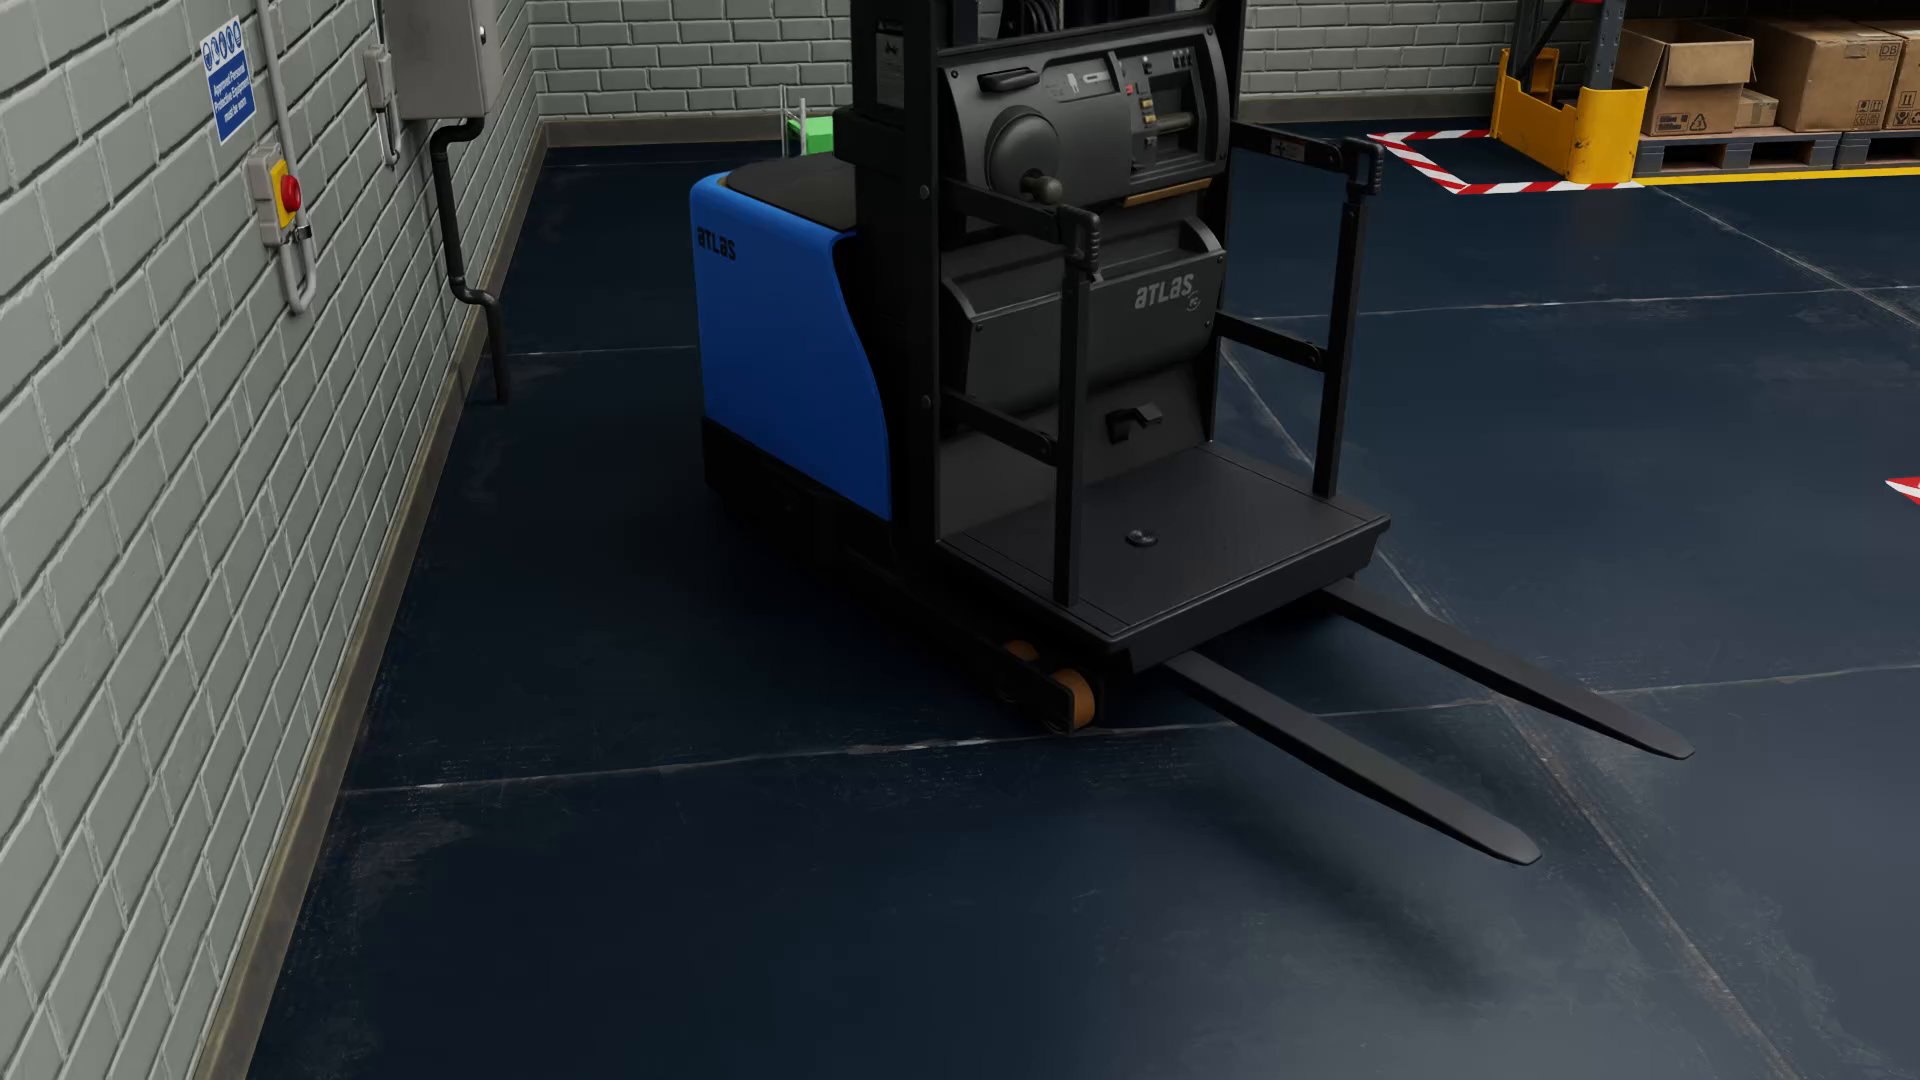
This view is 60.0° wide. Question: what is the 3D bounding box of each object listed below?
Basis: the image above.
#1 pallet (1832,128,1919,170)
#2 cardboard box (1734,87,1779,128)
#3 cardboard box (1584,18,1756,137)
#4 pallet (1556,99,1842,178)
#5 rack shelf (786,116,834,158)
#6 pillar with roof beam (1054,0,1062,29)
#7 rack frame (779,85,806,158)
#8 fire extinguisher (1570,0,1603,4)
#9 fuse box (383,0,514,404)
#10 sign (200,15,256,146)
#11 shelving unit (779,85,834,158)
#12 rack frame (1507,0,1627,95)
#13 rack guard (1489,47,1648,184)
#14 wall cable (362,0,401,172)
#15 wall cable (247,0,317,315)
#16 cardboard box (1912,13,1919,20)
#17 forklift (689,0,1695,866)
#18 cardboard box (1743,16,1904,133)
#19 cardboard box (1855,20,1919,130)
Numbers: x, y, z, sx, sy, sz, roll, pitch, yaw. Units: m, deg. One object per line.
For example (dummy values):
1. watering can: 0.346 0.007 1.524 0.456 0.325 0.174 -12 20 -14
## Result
1. pallet: 5.414 -2.417 9.729 1.213 0.211 1.003 -4 27 -7
2. cardboard box: 4.389 -2.449 9.401 0.250 0.149 0.380 -5 28 -9
3. cardboard box: 3.963 -2.598 9.302 0.637 0.503 0.797 -5 28 -9
4. pallet: 4.209 -2.341 9.581 1.213 0.211 1.003 -4 27 -7
5. rack shelf: -0.333 -1.368 5.688 0.480 0.148 0.258 -11 29 -20
6. pillar with roof beam: 1.148 -4.485 4.133 0.400 9.000 9.100 -4 27 -7
7. rack frame: -0.558 -0.954 5.793 0.015 1.200 0.240 -11 29 -20
8. fire extinguisher: 3.263 -3.107 8.513 0.183 0.674 0.296 -4 27 -7
9. fuse box: -1.689 -1.298 5.906 0.414 1.711 0.539 -4 27 -7
10. sign: -1.595 -1.007 3.631 0.001 0.218 0.327 -4 27 -7
11. shelving unit: -0.333 -0.997 5.877 0.503 1.200 0.258 -11 29 -20
12. rack frame: 3.344 -3.526 8.835 0.127 3.000 1.000 -4 27 -7
13. rack guard: 3.419 -2.418 9.415 0.348 0.500 1.175 -4 27 -7
14. wall cable: -1.750 -2.005 4.759 0.122 1.984 0.588 -4 27 -7
15. wall cable: -1.541 -1.379 3.504 0.123 1.953 0.585 -4 27 -7
16. cardboard box: 5.843 -2.699 9.503 0.500 0.500 0.700 -5 28 -9
17. forklift: 0.479 -1.064 4.112 1.130 2.935 3.031 -20 33 -34
18. cardboard box: 4.815 -2.633 9.374 0.500 0.500 0.700 -3 27 -5
19. cardboard box: 5.352 -2.621 9.351 0.500 0.500 0.500 -3 27 -6
